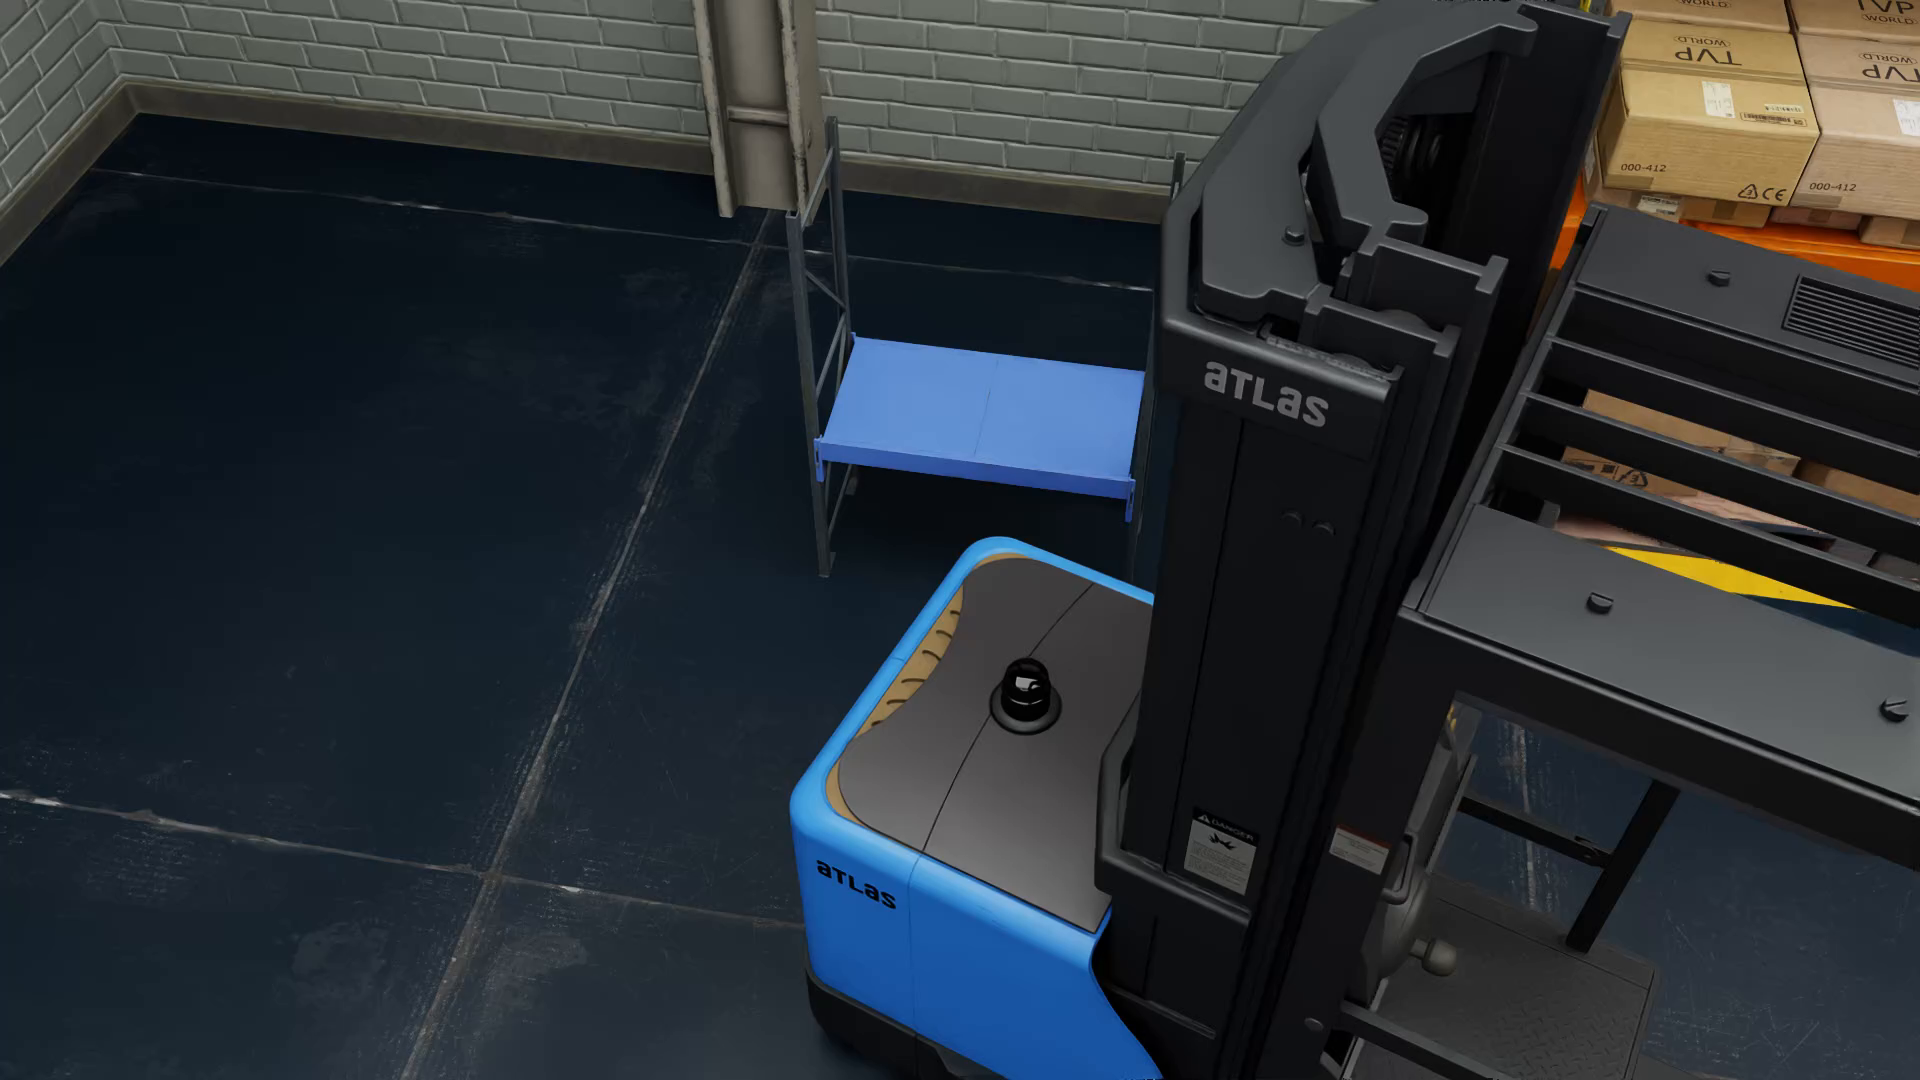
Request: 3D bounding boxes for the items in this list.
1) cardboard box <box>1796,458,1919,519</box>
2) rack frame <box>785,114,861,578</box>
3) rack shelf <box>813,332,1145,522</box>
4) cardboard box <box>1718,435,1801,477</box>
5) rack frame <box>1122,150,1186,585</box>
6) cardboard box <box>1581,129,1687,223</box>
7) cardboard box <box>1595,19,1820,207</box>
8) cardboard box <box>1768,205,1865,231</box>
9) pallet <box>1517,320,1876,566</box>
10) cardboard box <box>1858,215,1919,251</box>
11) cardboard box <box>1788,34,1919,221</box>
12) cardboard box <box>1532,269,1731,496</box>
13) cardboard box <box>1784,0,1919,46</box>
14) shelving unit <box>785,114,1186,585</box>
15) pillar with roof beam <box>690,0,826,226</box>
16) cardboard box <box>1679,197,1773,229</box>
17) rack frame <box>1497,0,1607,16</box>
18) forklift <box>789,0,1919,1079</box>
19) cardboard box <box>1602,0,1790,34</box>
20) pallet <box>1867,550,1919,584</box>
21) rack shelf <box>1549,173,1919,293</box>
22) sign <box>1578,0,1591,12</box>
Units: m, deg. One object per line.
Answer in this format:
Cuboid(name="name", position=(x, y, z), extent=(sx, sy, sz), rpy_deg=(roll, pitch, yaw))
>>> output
Cuboid(name="cardboard box", position=(3.123, -0.443, 5.530), extent=(0.500, 0.500, 0.700), rpy_deg=(9, 49, 8))
Cuboid(name="rack frame", position=(-0.416, -0.557, 5.242), extent=(0.032, 1.500, 0.500), rpy_deg=(8, 49, 7))
Cuboid(name="rack shelf", position=(0.084, -0.370, 5.316), extent=(1.000, 0.185, 0.538), rpy_deg=(8, 49, 7))
Cuboid(name="cardboard box", position=(2.700, -0.383, 5.711), extent=(0.250, 0.149, 0.380), rpy_deg=(6, 48, 5))
Cuboid(name="rack frame", position=(0.584, -0.423, 5.122), extent=(0.032, 1.500, 0.500), rpy_deg=(8, 49, 7))
Cuboid(name="cardboard box", position=(1.978, -1.102, 4.892), extent=(0.250, 0.149, 0.380), rpy_deg=(7, 48, 7))
Cuboid(name="cardboard box", position=(2.102, -1.222, 4.732), extent=(0.500, 0.250, 0.500), rpy_deg=(8, 49, 7))
Cuboid(name="cardboard box", position=(2.502, -1.093, 4.884), extent=(0.250, 0.149, 0.380), rpy_deg=(7, 48, 6))
Cuboid(name="pallet", position=(2.563, -0.383, 5.953), extent=(1.213, 0.211, 1.003), rpy_deg=(8, 49, 7))
Cuboid(name="cardboard box", position=(2.739, -1.014, 4.814), extent=(0.250, 0.149, 0.380), rpy_deg=(9, 49, 8))
Cuboid(name="cardboard box", position=(2.598, -1.156, 4.673), extent=(0.500, 0.250, 0.500), rpy_deg=(8, 49, 7))
Cuboid(name="cardboard box", position=(2.289, -0.586, 5.656), extent=(0.637, 0.503, 0.797), rpy_deg=(6, 48, 5))
Cuboid(name="cardboard box", position=(2.711, -1.544, 5.021), extent=(0.500, 0.250, 0.500), rpy_deg=(8, 49, 7))
Cuboid(name="shelving unit", position=(0.084, -0.490, 5.182), extent=(1.048, 1.500, 0.538), rpy_deg=(8, 49, 7))
Cuboid(name="pillar with roof beam", position=(-1.555, -1.300, 0.869), extent=(0.400, 9.000, 9.100), rpy_deg=(8, 49, 7))
Cuboid(name="cardboard box", position=(2.237, -1.102, 4.892), extent=(0.250, 0.149, 0.380), rpy_deg=(9, 49, 8))
Cuboid(name="rack frame", position=(1.704, -1.430, 5.018), extent=(0.127, 3.000, 1.000), rpy_deg=(8, 49, 7))
Cuboid(name="forklift", position=(1.136, 0.543, 3.292), extent=(3.031, 2.935, 1.130), rpy_deg=(22, 52, 19))
Cuboid(name="cardboard box", position=(2.203, -1.613, 5.083), extent=(0.500, 0.250, 0.500), rpy_deg=(9, 49, 8))
Cuboid(name="pallet", position=(3.760, -0.220, 5.806), extent=(1.213, 0.211, 1.003), rpy_deg=(8, 49, 7))
Cuboid(name="rack shelf", position=(3.672, -0.925, 5.048), extent=(4.000, 0.370, 1.077), rpy_deg=(8, 49, 7))
Cuboid(name="sign", position=(1.607, -1.322, 4.339), extent=(0.005, 0.325, 0.100), rpy_deg=(8, 49, 7))
